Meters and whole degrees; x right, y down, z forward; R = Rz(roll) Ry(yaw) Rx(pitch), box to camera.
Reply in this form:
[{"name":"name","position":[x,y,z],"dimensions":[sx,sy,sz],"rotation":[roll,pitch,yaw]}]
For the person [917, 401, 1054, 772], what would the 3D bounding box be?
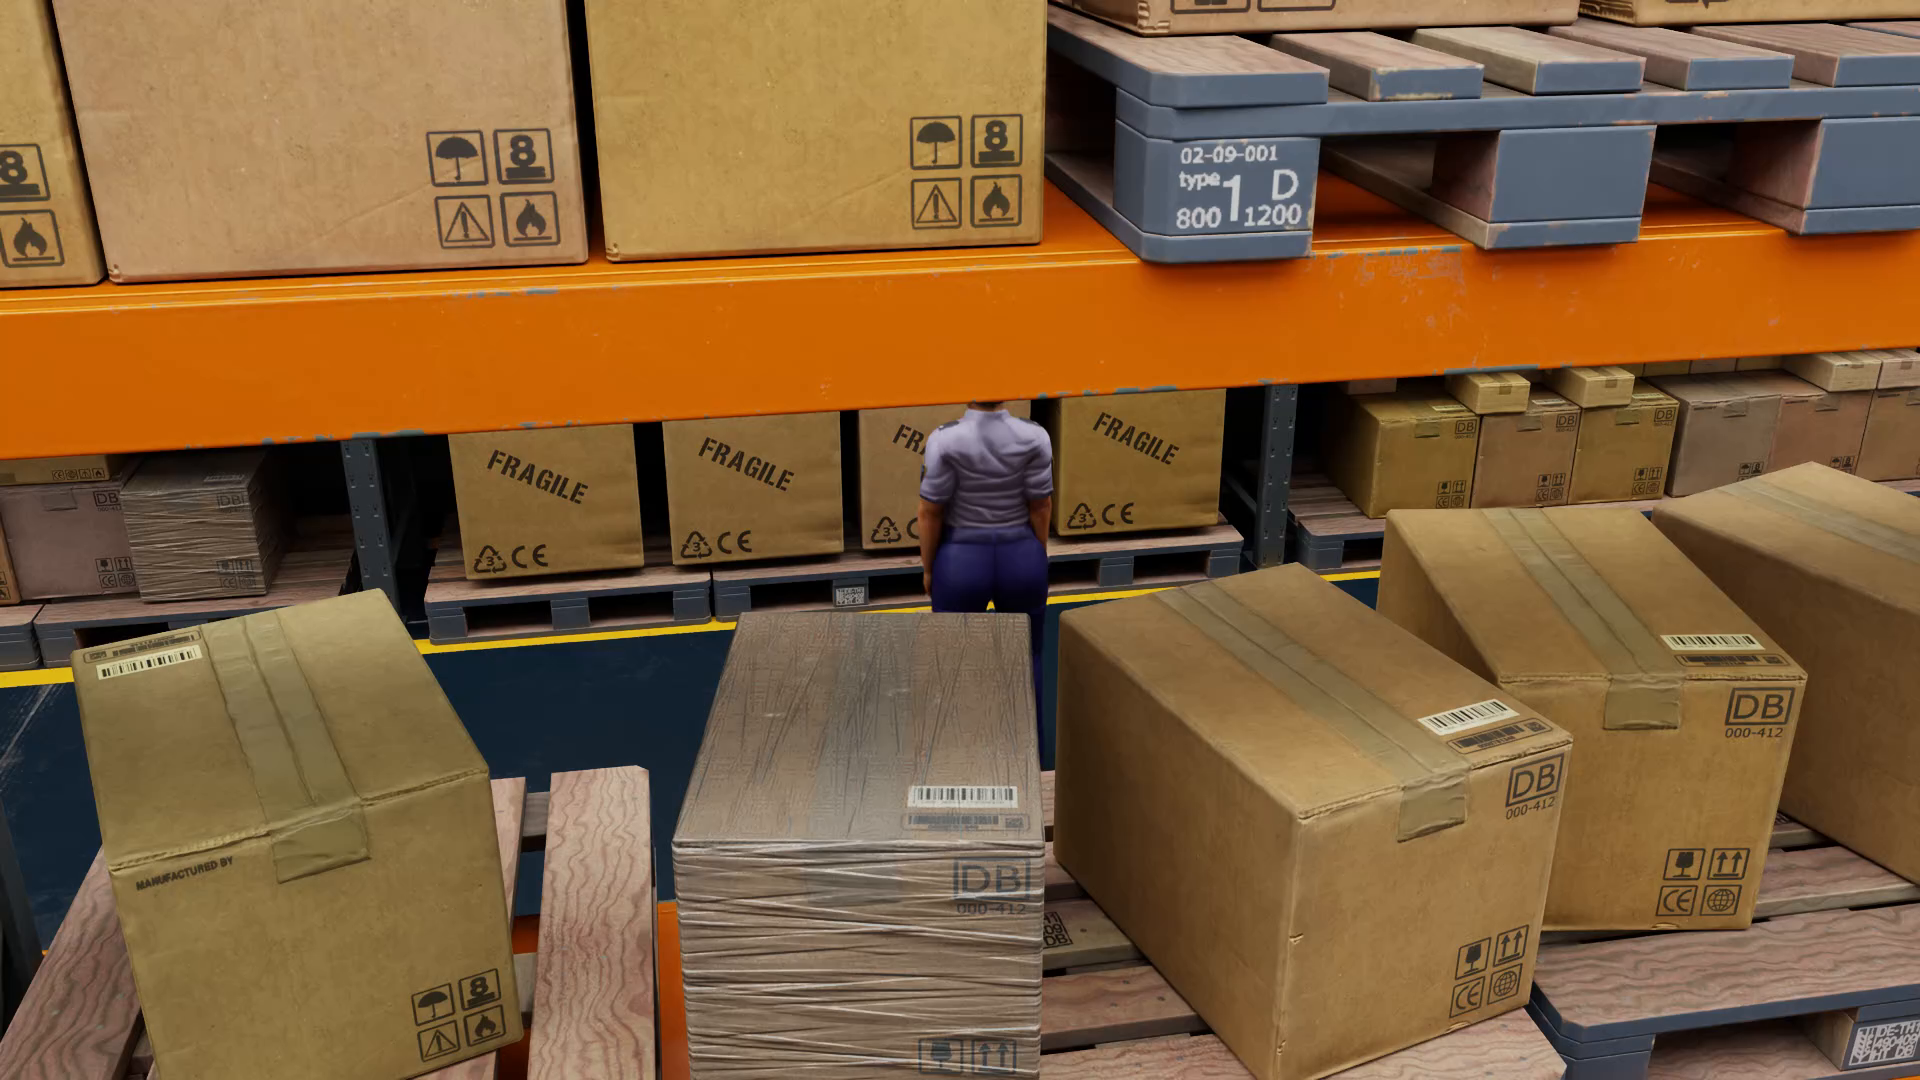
[{"name":"person","position":[0.080,0.103,5.891],"dimensions":[0.470,1.645,0.324],"rotation":[-4,24,-9]}]
